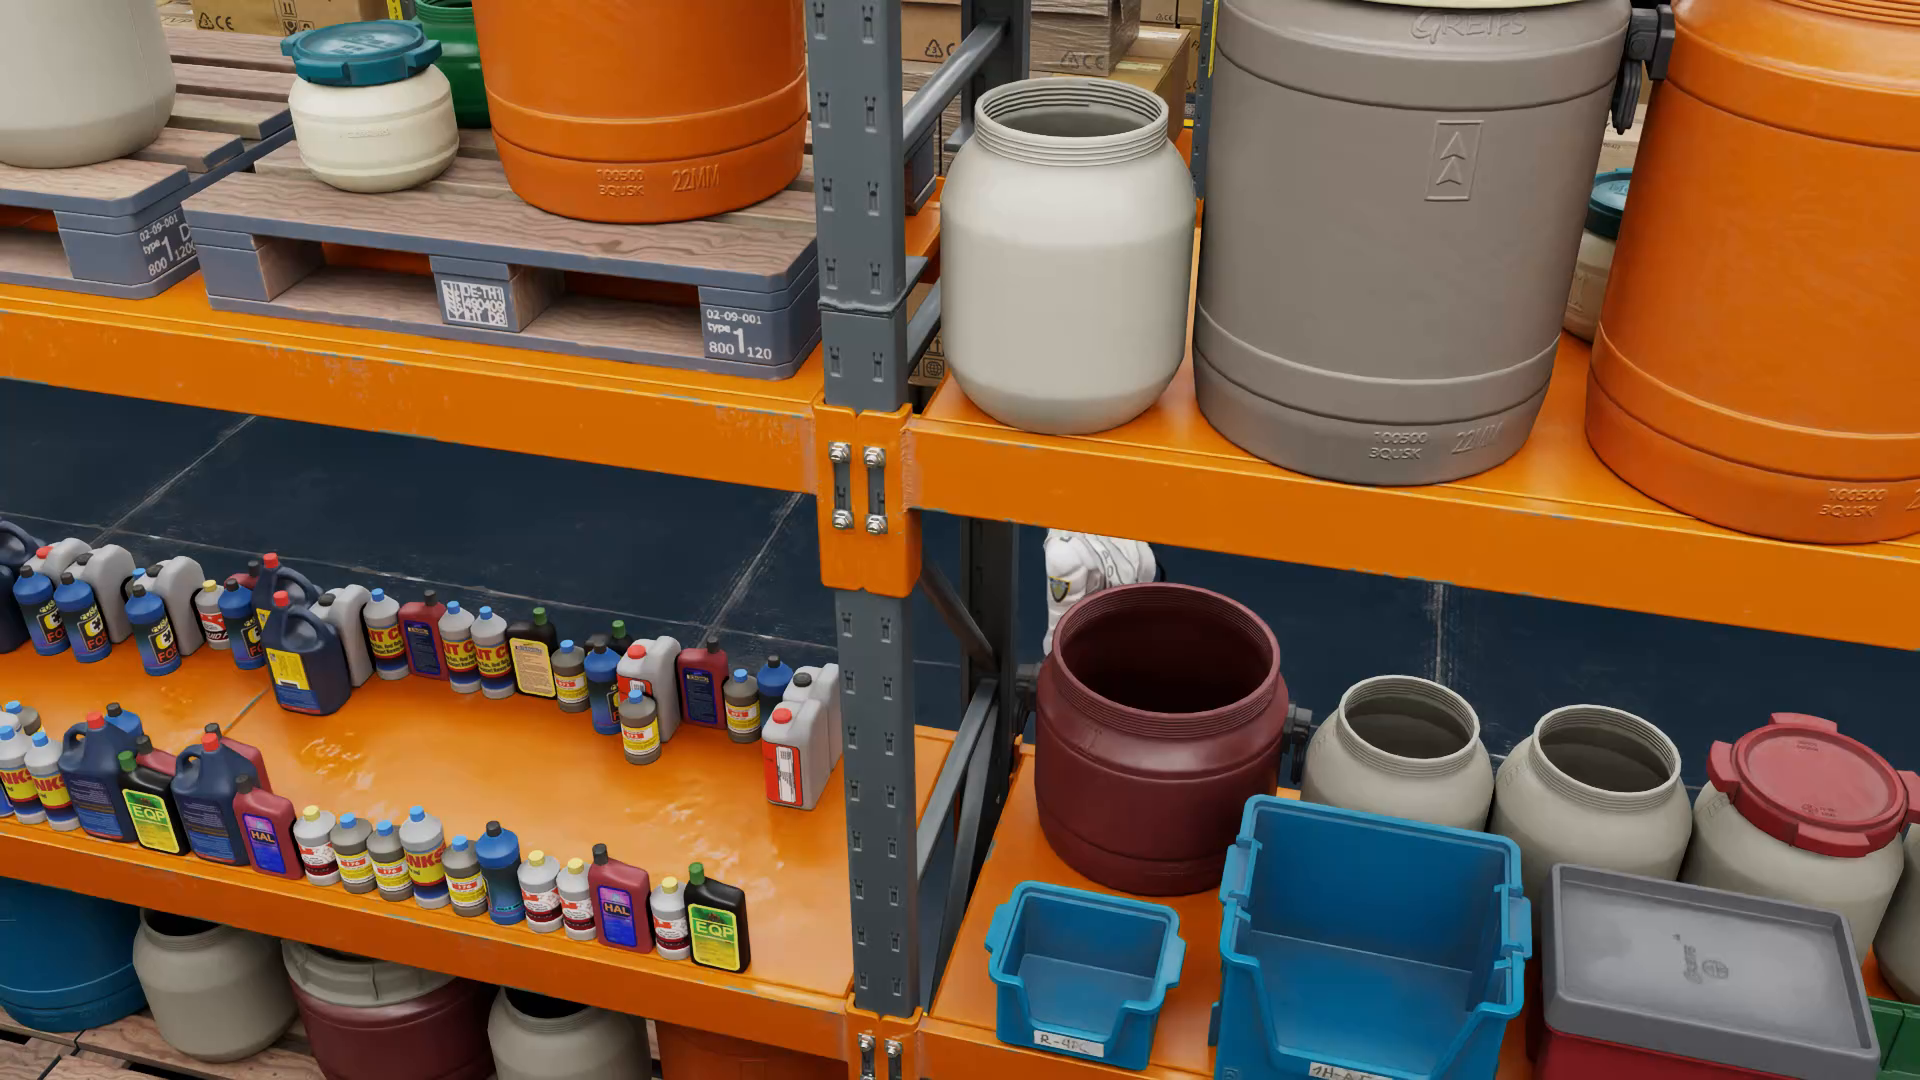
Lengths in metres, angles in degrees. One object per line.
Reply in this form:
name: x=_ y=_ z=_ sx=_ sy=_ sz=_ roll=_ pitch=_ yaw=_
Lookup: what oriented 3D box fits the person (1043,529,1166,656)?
person: x=0.446 y=0.400 z=5.486 sx=0.359 sy=1.715 sz=0.506 roll=19 pitch=37 yaw=26
